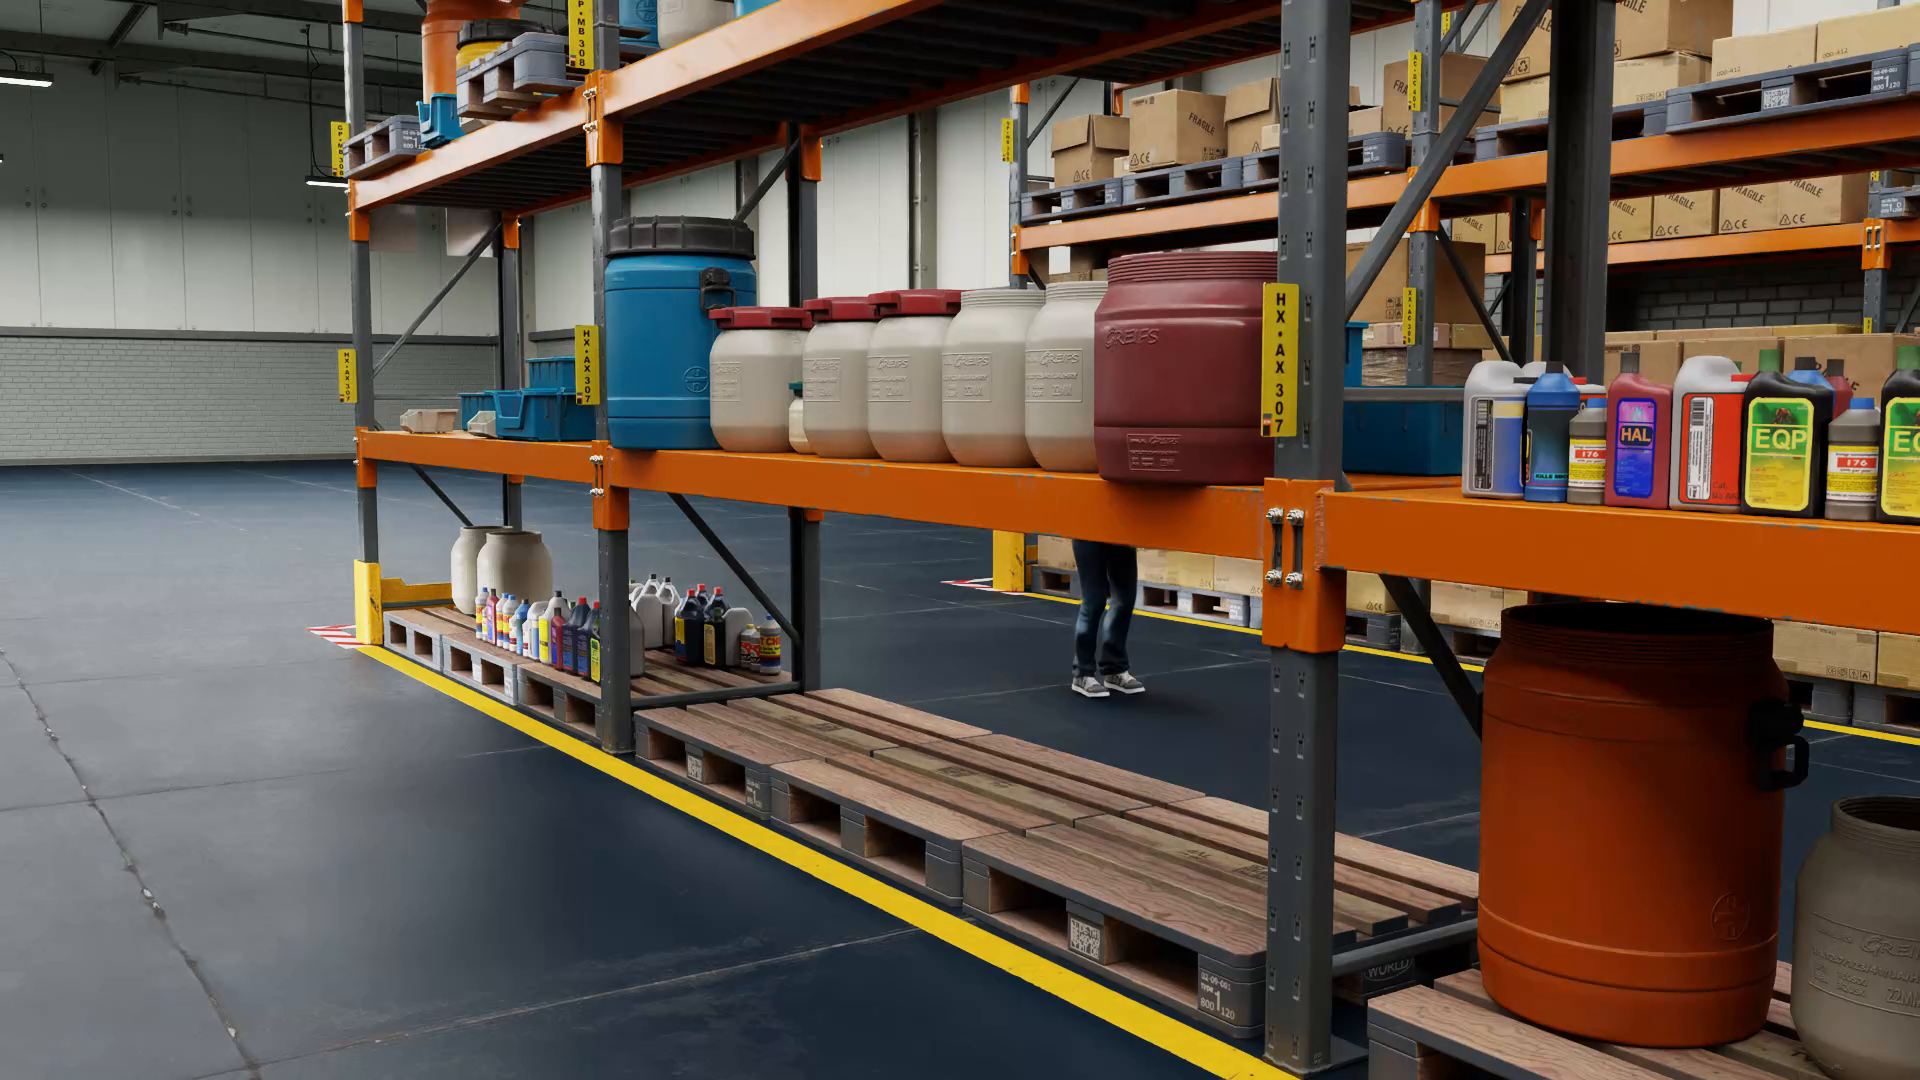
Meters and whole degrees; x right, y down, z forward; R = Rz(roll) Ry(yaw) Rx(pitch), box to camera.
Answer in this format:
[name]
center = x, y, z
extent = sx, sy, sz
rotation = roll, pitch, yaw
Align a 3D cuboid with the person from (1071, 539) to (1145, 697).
[person]
center = 0.795, -0.005, 8.387
extent = 0.375, 1.598, 0.508
rotation = -3, 6, -35
